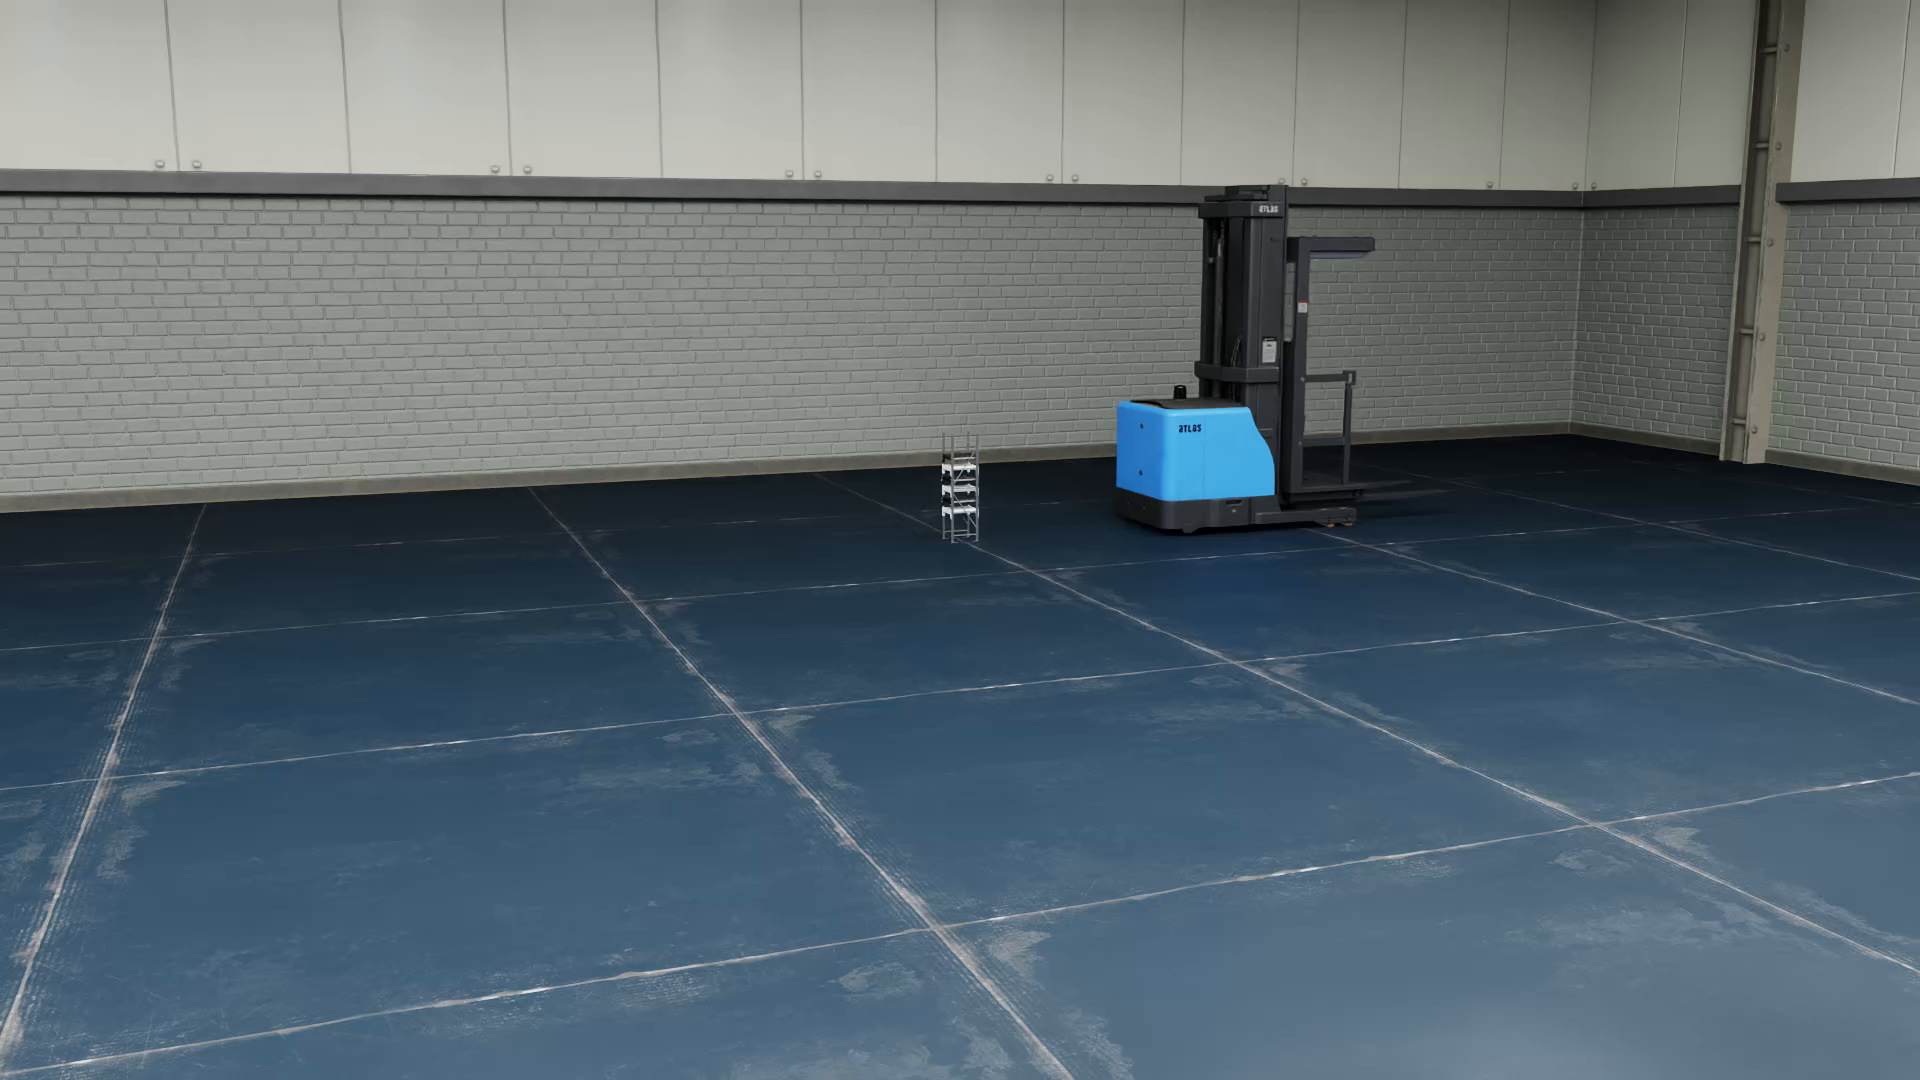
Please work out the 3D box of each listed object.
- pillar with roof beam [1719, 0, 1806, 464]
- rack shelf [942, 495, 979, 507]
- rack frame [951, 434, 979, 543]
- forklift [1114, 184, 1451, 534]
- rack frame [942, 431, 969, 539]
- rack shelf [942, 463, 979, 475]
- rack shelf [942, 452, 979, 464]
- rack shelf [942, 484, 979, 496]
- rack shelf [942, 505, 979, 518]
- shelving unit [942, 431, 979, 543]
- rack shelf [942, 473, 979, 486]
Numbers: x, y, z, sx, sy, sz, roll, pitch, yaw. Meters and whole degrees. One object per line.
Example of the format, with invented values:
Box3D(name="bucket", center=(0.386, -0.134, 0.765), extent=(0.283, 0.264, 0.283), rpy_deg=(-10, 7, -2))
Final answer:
Box3D(name="pillar with roof beam", center=(4.919, -5.057, 16.656), extent=(9.100, 9.000, 0.400), rpy_deg=(-4, 11, -21))
Box3D(name="rack shelf", center=(0.003, -0.320, 13.855), extent=(0.258, 0.077, 0.200), rpy_deg=(-4, 11, -21))
Box3D(name="rack frame", center=(0.040, -0.425, 13.741), extent=(0.240, 0.900, 0.006), rpy_deg=(-4, 11, -21))
Box3D(name="forklift", center=(2.951, -1.635, 14.741), extent=(3.031, 2.935, 1.130), rpy_deg=(-4, 11, -20))
Box3D(name="rack frame", center=(-0.034, -0.458, 13.927), extent=(0.240, 0.900, 0.006), rpy_deg=(-4, 11, -21))
Box3D(name="rack shelf", center=(0.003, -0.586, 13.808), extent=(0.258, 0.077, 0.200), rpy_deg=(-4, 11, -21))
Box3D(name="rack shelf", center=(0.003, -0.675, 13.792), extent=(0.258, 0.077, 0.200), rpy_deg=(-4, 11, -21))
Box3D(name="rack shelf", center=(0.003, -0.409, 13.840), extent=(0.258, 0.077, 0.200), rpy_deg=(-4, 11, -21))
Box3D(name="rack shelf", center=(0.003, -0.232, 13.871), extent=(0.258, 0.077, 0.200), rpy_deg=(-4, 11, -21))
Box3D(name="shelving unit", center=(0.003, -0.442, 13.834), extent=(0.258, 0.900, 0.210), rpy_deg=(-4, 11, -21))
Box3D(name="rack shelf", center=(0.003, -0.498, 13.824), extent=(0.258, 0.077, 0.200), rpy_deg=(-4, 11, -21))
